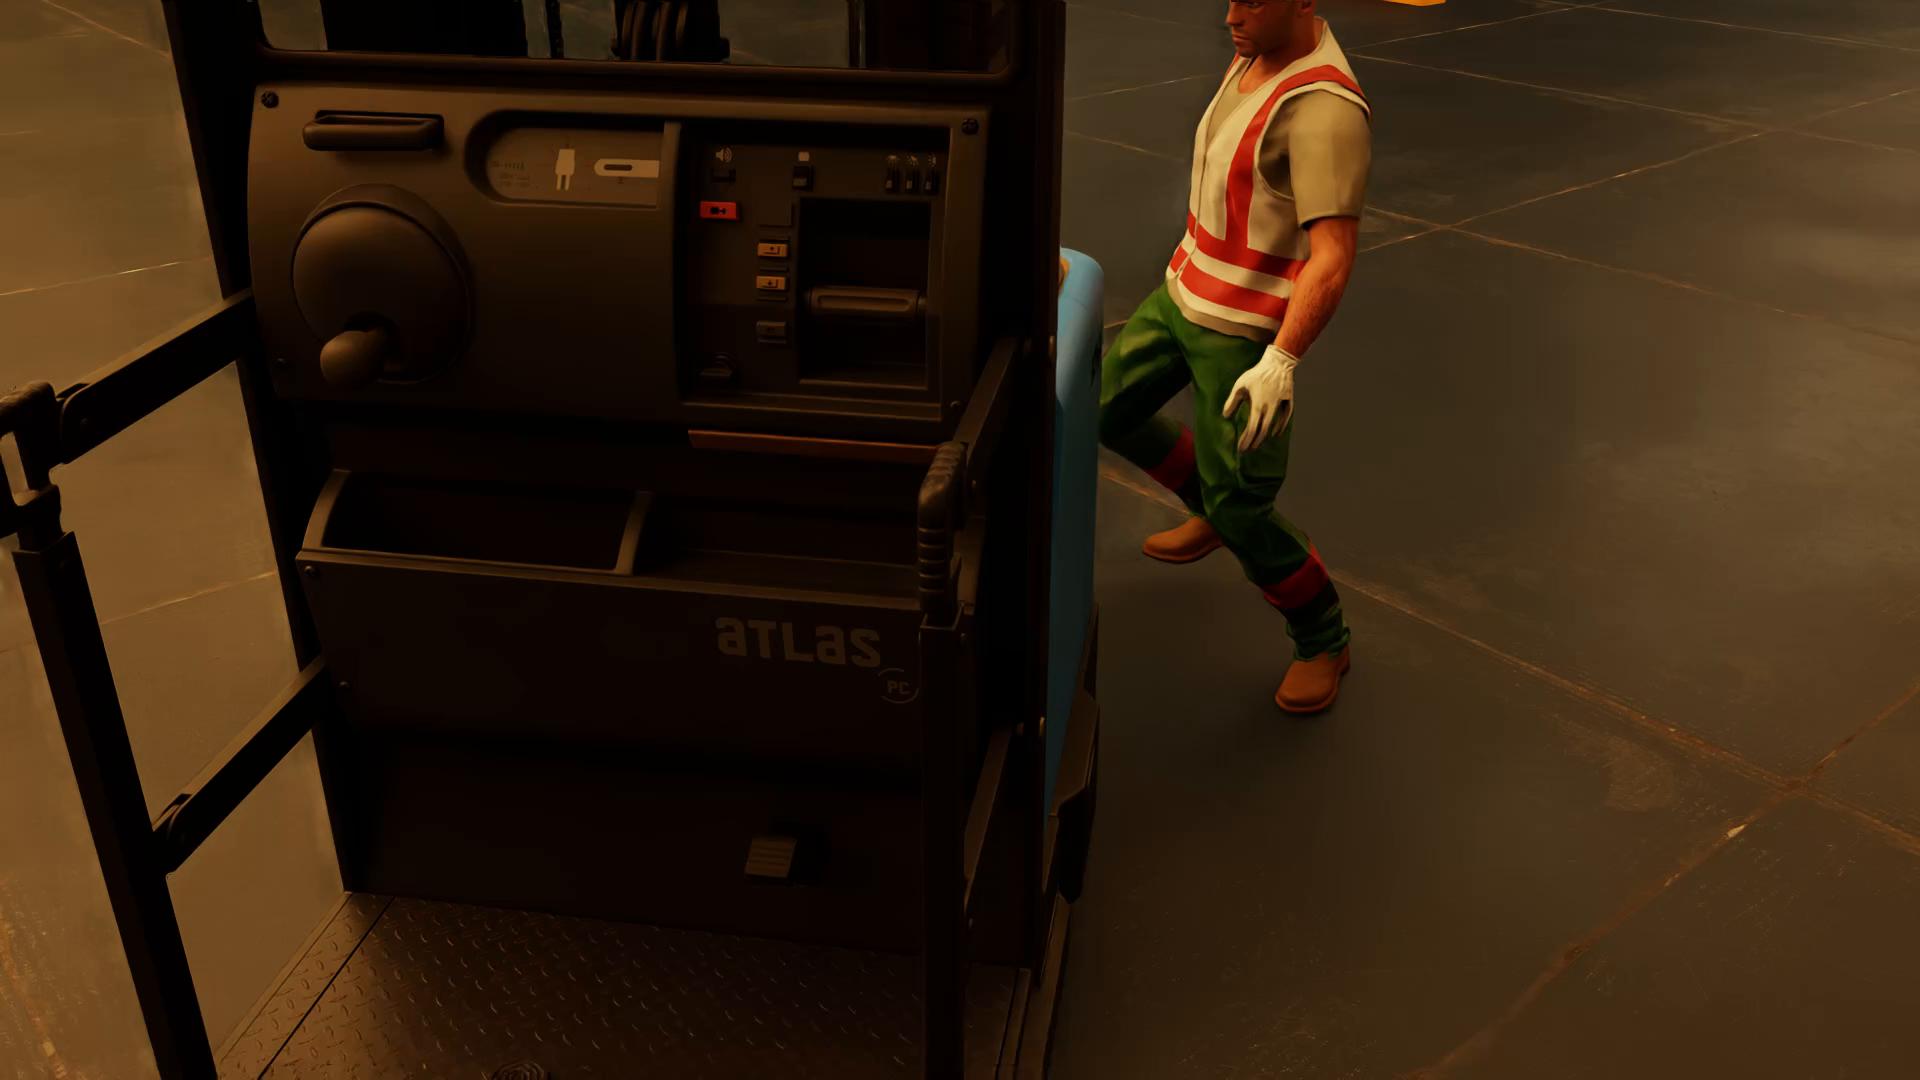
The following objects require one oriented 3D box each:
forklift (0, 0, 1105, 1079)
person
[{"bbox_3d":[-0.461,-0.316,1.840,1.130,2.935,3.031,4,27,9],"label":"forklift"},{"bbox_3d":[0.605,-0.523,3.684,0.553,1.678,0.949,-4,27,-8],"label":"person"}]
